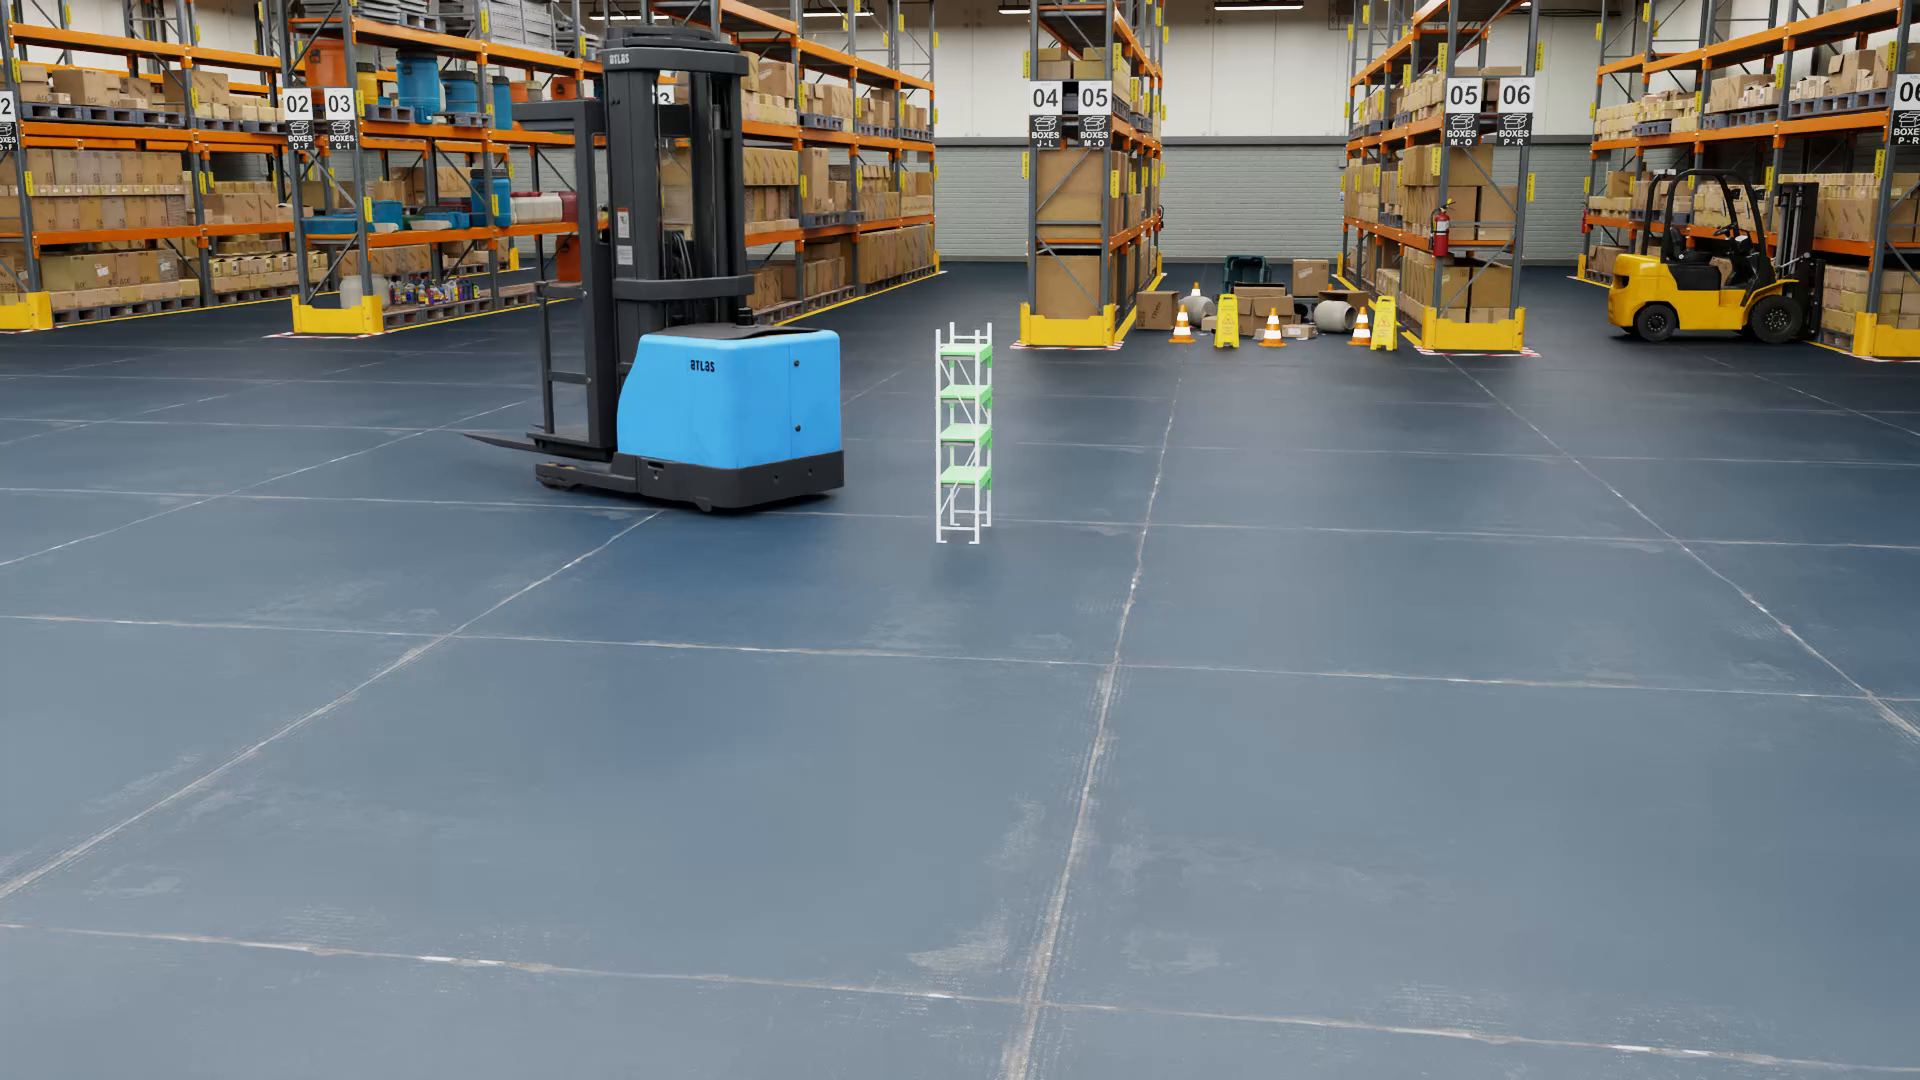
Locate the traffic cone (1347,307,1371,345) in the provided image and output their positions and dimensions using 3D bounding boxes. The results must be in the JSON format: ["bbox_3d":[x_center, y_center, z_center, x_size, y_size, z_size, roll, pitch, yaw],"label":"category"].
[{"bbox_3d":[5.055,-2.694,20.894,0.336,0.463,0.334,2,12,9],"label":"traffic cone"}]

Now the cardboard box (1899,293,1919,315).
[{"bbox_3d":[11.446,-2.839,19.890,0.500,0.250,0.500,2,12,10],"label":"cardboard box"}]

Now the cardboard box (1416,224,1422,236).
[{"bbox_3d":[6.296,-4.138,22.170,0.380,0.149,0.250,2,12,8],"label":"cardboard box"}]

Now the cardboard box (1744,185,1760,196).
[{"bbox_3d":[11.637,-5.082,24.177,0.380,0.149,0.250,1,12,7],"label":"cardboard box"}]

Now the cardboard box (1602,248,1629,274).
[{"bbox_3d":[13.091,-5.549,33.057,0.500,0.500,0.500,2,12,10],"label":"cardboard box"}]

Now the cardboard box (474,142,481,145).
[{"bbox_3d":[-10.826,-8.845,36.653,0.500,0.250,0.500,2,12,9],"label":"cardboard box"}]

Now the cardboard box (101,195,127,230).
[{"bbox_3d":[-12.997,-4.913,24.934,0.700,0.500,0.500,2,12,10],"label":"cardboard box"}]

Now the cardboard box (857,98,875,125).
[{"bbox_3d":[-2.006,-7.937,30.840,0.797,0.503,0.637,2,12,8],"label":"cardboard box"}]

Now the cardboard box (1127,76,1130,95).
[{"bbox_3d":[2.150,-6.456,23.627,0.500,0.250,0.500,2,12,8],"label":"cardboard box"}]

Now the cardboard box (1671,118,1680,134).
[{"bbox_3d":[12.391,-7.024,28.203,0.500,0.250,0.500,2,12,9],"label":"cardboard box"}]

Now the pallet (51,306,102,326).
[{"bbox_3d":[-13.241,-3.243,24.039,1.003,0.211,1.213,2,12,9],"label":"pallet"}]

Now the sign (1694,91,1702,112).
[{"bbox_3d":[11.863,-7.045,26.715,0.100,0.325,0.005,2,12,9],"label":"sign"}]

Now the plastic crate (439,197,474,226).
[{"bbox_3d":[-8.036,-5.259,26.623,0.402,0.464,0.583,2,12,9],"label":"plastic crate"}]

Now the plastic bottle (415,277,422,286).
[{"bbox_3d":[-8.342,-3.882,25.631,0.144,0.351,0.185,2,12,10],"label":"plastic bottle"}]

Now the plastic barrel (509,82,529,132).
[{"bbox_3d":[-7.634,-7.326,28.226,0.600,0.830,0.708,2,12,9],"label":"plastic barrel"}]

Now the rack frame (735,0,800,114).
[{"bbox_3d":[-2.914,-7.889,24.739,1.000,3.000,0.127,2,12,9],"label":"rack frame"}]

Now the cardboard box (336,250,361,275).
[{"bbox_3d":[-11.659,-5.298,31.848,0.500,0.500,0.500,1,12,7],"label":"cardboard box"}]

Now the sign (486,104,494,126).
[{"bbox_3d":[-7.266,-6.567,25.705,0.100,0.325,0.005,2,12,9],"label":"sign"}]

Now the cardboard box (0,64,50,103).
[{"bbox_3d":[-13.224,-6.355,23.169,0.797,0.503,0.637,3,12,13],"label":"cardboard box"}]

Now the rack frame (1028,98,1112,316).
[{"bbox_3d":[1.356,-3.942,20.664,1.000,3.000,0.127,2,12,9],"label":"rack frame"}]

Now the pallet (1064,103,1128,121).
[{"bbox_3d":[1.835,-6.027,23.432,1.003,0.211,1.213,2,12,9],"label":"pallet"}]

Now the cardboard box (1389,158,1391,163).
[{"bbox_3d":[8.437,-7.266,31.940,0.380,0.149,0.250,2,12,9],"label":"cardboard box"}]

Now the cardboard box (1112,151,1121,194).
[{"bbox_3d":[1.666,-4.849,21.953,0.875,0.550,0.550,2,12,9],"label":"cardboard box"}]

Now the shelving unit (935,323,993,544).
[{"bbox_3d":[0.025,-0.621,9.527,0.258,1.200,0.503,2,12,9],"label":"shelving unit"}]

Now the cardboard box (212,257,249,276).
[{"bbox_3d":[-12.310,-4.595,27.895,0.500,0.311,0.500,2,12,8],"label":"cardboard box"}]

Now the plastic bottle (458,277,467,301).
[{"bbox_3d":[-7.652,-3.853,25.498,0.144,0.351,0.185,1,12,6],"label":"plastic bottle"}]

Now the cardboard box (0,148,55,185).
[{"bbox_3d":[-13.224,-5.236,23.353,0.700,0.500,0.500,2,12,9],"label":"cardboard box"}]

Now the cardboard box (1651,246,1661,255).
[{"bbox_3d":[12.673,-5.203,29.914,0.380,0.149,0.250,2,12,8],"label":"cardboard box"}]

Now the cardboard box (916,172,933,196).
[{"bbox_3d":[-0.884,-7.783,36.357,0.500,0.500,0.500,2,12,9],"label":"cardboard box"}]

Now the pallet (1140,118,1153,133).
[{"bbox_3d":[2.540,-6.845,27.465,1.213,0.211,1.003,2,12,11],"label":"pallet"}]

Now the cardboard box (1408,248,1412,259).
[{"bbox_3d":[6.365,-3.935,22.841,0.380,0.149,0.250,2,12,11],"label":"cardboard box"}]

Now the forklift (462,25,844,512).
[{"bbox_3d":[-2.211,-1.833,11.040,3.031,2.935,1.130,10,16,38],"label":"forklift"}]

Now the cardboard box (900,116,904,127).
[{"bbox_3d":[-1.535,-8.668,34.001,0.700,0.500,0.500,3,12,12],"label":"cardboard box"}]

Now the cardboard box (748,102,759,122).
[{"bbox_3d":[-3.046,-5.819,22.610,0.500,0.250,0.500,2,12,8],"label":"cardboard box"}]

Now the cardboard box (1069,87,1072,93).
[{"bbox_3d":[1.269,-5.884,21.919,0.380,0.149,0.250,2,12,9],"label":"cardboard box"}]

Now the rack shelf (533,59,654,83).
[{"bbox_3d":[-6.885,-8.751,31.397,1.077,0.370,4.000,2,12,9],"label":"rack shelf"}]

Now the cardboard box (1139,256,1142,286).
[{"bbox_3d":[2.948,-4.729,29.255,0.500,0.500,0.500,1,12,6],"label":"cardboard box"}]

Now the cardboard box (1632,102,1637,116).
[{"bbox_3d":[12.854,-8.036,31.005,0.500,0.250,0.500,2,12,9],"label":"cardboard box"}]

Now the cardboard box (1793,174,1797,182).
[{"bbox_3d":[11.508,-4.872,22.496,0.380,0.149,0.250,2,12,10],"label":"cardboard box"}]

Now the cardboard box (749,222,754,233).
[{"bbox_3d":[-3.064,-4.313,22.982,0.380,0.149,0.250,2,12,9],"label":"cardboard box"}]

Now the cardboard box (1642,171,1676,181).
[{"bbox_3d":[13.506,-6.880,32.170,0.500,0.500,0.500,2,12,7],"label":"cardboard box"}]

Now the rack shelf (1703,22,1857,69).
[{"bbox_3d":[12.091,-7.277,24.556,1.077,0.370,4.000,2,12,9],"label":"rack shelf"}]

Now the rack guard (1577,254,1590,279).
[{"bbox_3d":[13.617,-5.735,34.919,1.175,0.500,0.348,2,12,9],"label":"rack guard"}]

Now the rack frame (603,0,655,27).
[{"bbox_3d":[-6.577,-9.715,33.211,1.000,3.000,0.127,2,12,9],"label":"rack frame"}]

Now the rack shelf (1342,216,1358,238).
[{"bbox_3d":[8.416,-6.365,33.616,1.077,0.370,4.000,2,12,9],"label":"rack shelf"}]

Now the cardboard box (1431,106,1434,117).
[{"bbox_3d":[6.266,-5.495,21.347,0.380,0.149,0.250,2,12,7],"label":"cardboard box"}]

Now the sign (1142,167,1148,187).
[{"bbox_3d":[3.136,-6.156,28.189,0.100,0.325,0.005,2,12,9],"label":"sign"}]

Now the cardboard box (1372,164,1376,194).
[{"bbox_3d":[7.385,-6.229,28.664,0.500,0.500,0.500,2,12,10],"label":"cardboard box"}]

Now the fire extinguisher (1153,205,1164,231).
[{"bbox_3d":[4.312,-7.090,36.340,0.296,0.674,0.183,2,12,9],"label":"fire extinguisher"}]

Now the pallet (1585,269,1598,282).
[{"bbox_3d":[13.496,-5.428,34.180,1.003,0.211,1.213,2,12,9],"label":"pallet"}]

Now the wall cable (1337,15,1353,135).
[{"bbox_3d":[9.320,-11.259,40.377,0.463,3.000,0.029,2,12,9],"label":"wall cable"}]

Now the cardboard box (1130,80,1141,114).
[{"bbox_3d":[2.596,-7.006,26.289,0.500,0.500,0.500,2,12,9],"label":"cardboard box"}]

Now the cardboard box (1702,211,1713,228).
[{"bbox_3d":[12.007,-5.045,26.141,0.500,0.250,0.500,2,12,7],"label":"cardboard box"}]

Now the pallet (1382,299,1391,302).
[{"bbox_3d":[7.182,-3.689,26.109,1.003,0.211,1.213,2,12,9],"label":"pallet"}]
